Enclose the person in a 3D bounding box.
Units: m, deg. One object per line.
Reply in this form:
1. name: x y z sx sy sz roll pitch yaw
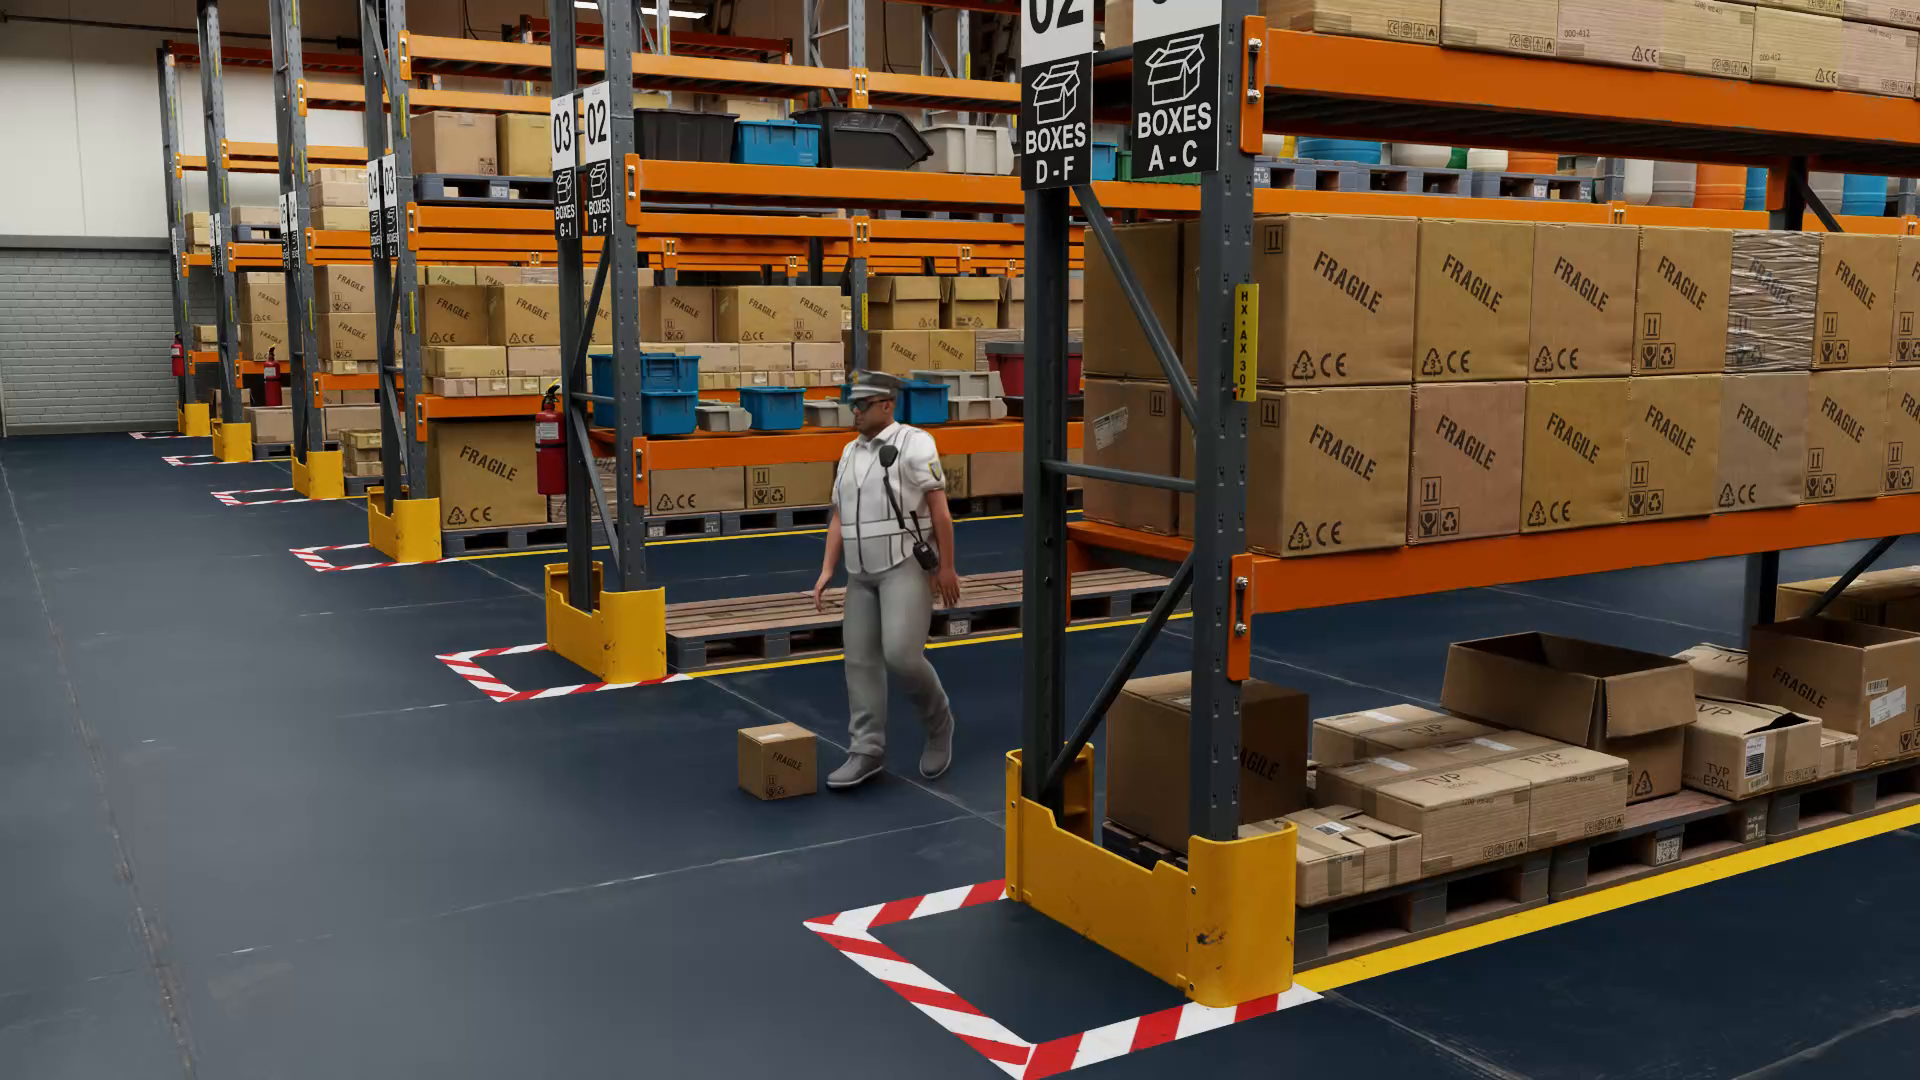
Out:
1. person: -0.361 0.154 7.126 0.634 1.760 0.600 7 11 41
